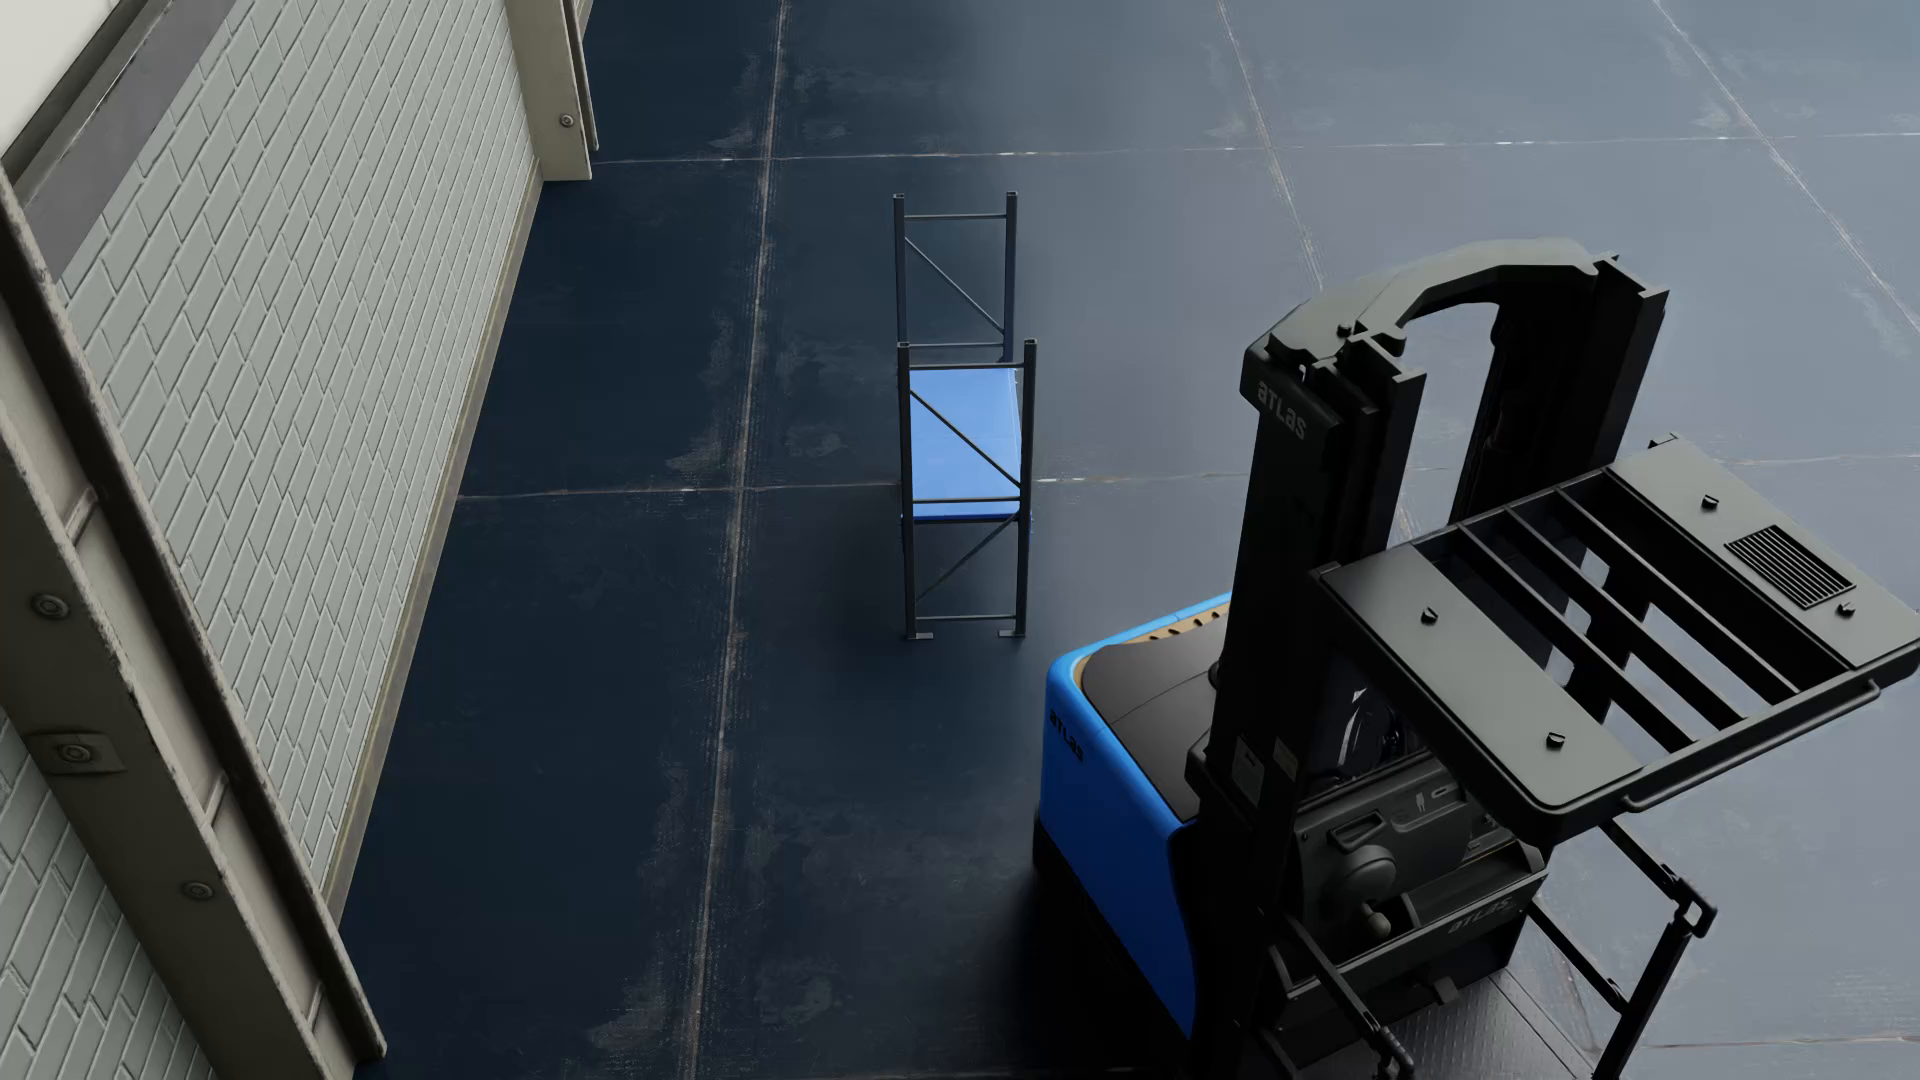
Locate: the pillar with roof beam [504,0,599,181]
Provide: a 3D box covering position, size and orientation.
[{"bbox_3d":[1.986,-5.670,6.926,9.100,9.000,0.400,-2,43,-2],"label":"pillar with roof beam"}]

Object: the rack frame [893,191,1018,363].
[{"bbox_3d":[-0.018,-0.838,7.204,0.500,1.500,0.032,-2,43,-2],"label":"rack frame"}]

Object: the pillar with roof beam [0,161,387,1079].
[{"bbox_3d":[2.241,-1.619,2.507,9.100,9.000,0.400,-2,43,-2],"label":"pillar with roof beam"}]

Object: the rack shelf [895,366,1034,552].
[{"bbox_3d":[0.004,-0.363,6.952,0.538,0.185,1.000,-2,43,-2],"label":"rack shelf"}]

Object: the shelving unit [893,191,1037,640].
[{"bbox_3d":[0.004,-0.495,6.830,0.538,1.500,1.048,-2,43,-2],"label":"shelving unit"}]

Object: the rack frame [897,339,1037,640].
[{"bbox_3d":[0.025,-0.152,6.456,0.500,1.500,0.032,-2,43,-2],"label":"rack frame"}]

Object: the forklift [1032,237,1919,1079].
[{"bbox_3d":[1.382,0.843,4.311,1.130,2.935,3.031,-19,46,-20],"label":"forklift"}]
